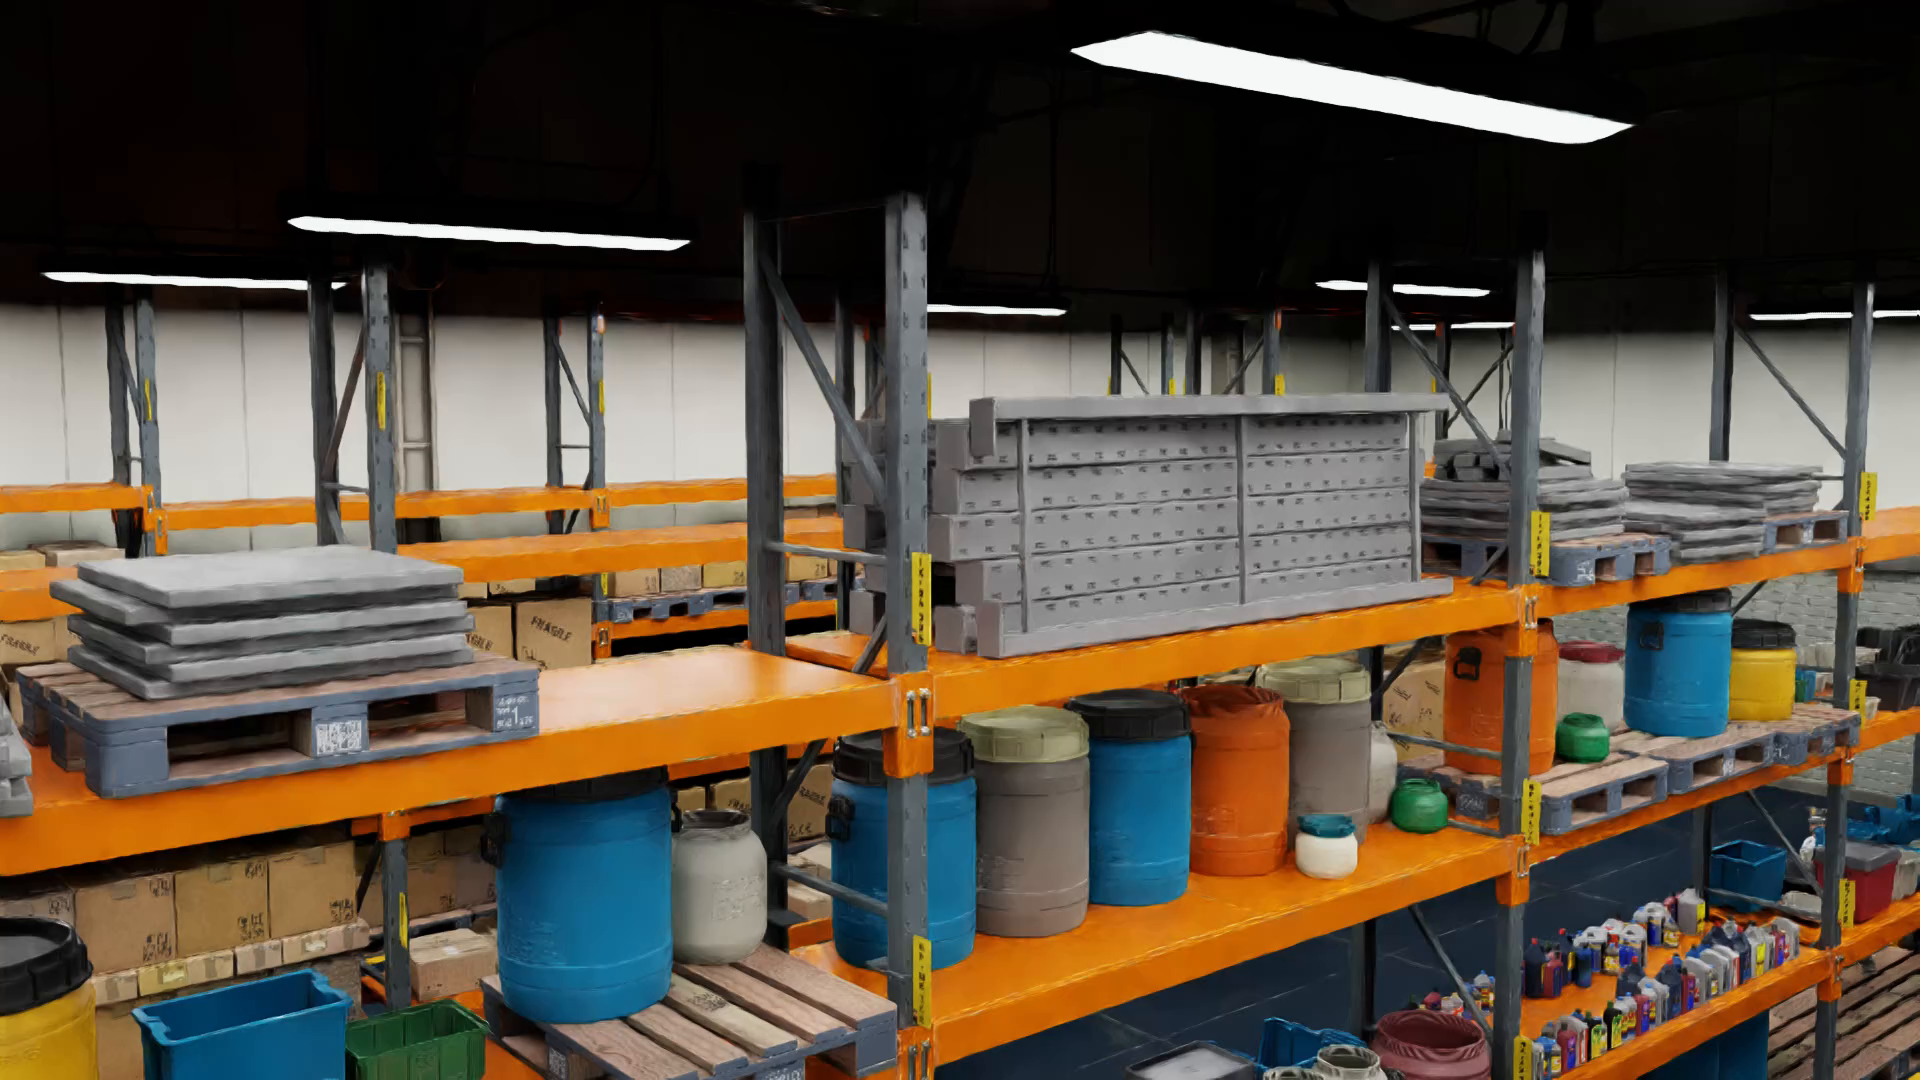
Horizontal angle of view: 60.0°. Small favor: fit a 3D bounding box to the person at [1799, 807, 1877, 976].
[{"bbox_3d":[7.280,3.023,13.951,0.945,1.610,0.519,-2,6,-23],"label":"person"}]
